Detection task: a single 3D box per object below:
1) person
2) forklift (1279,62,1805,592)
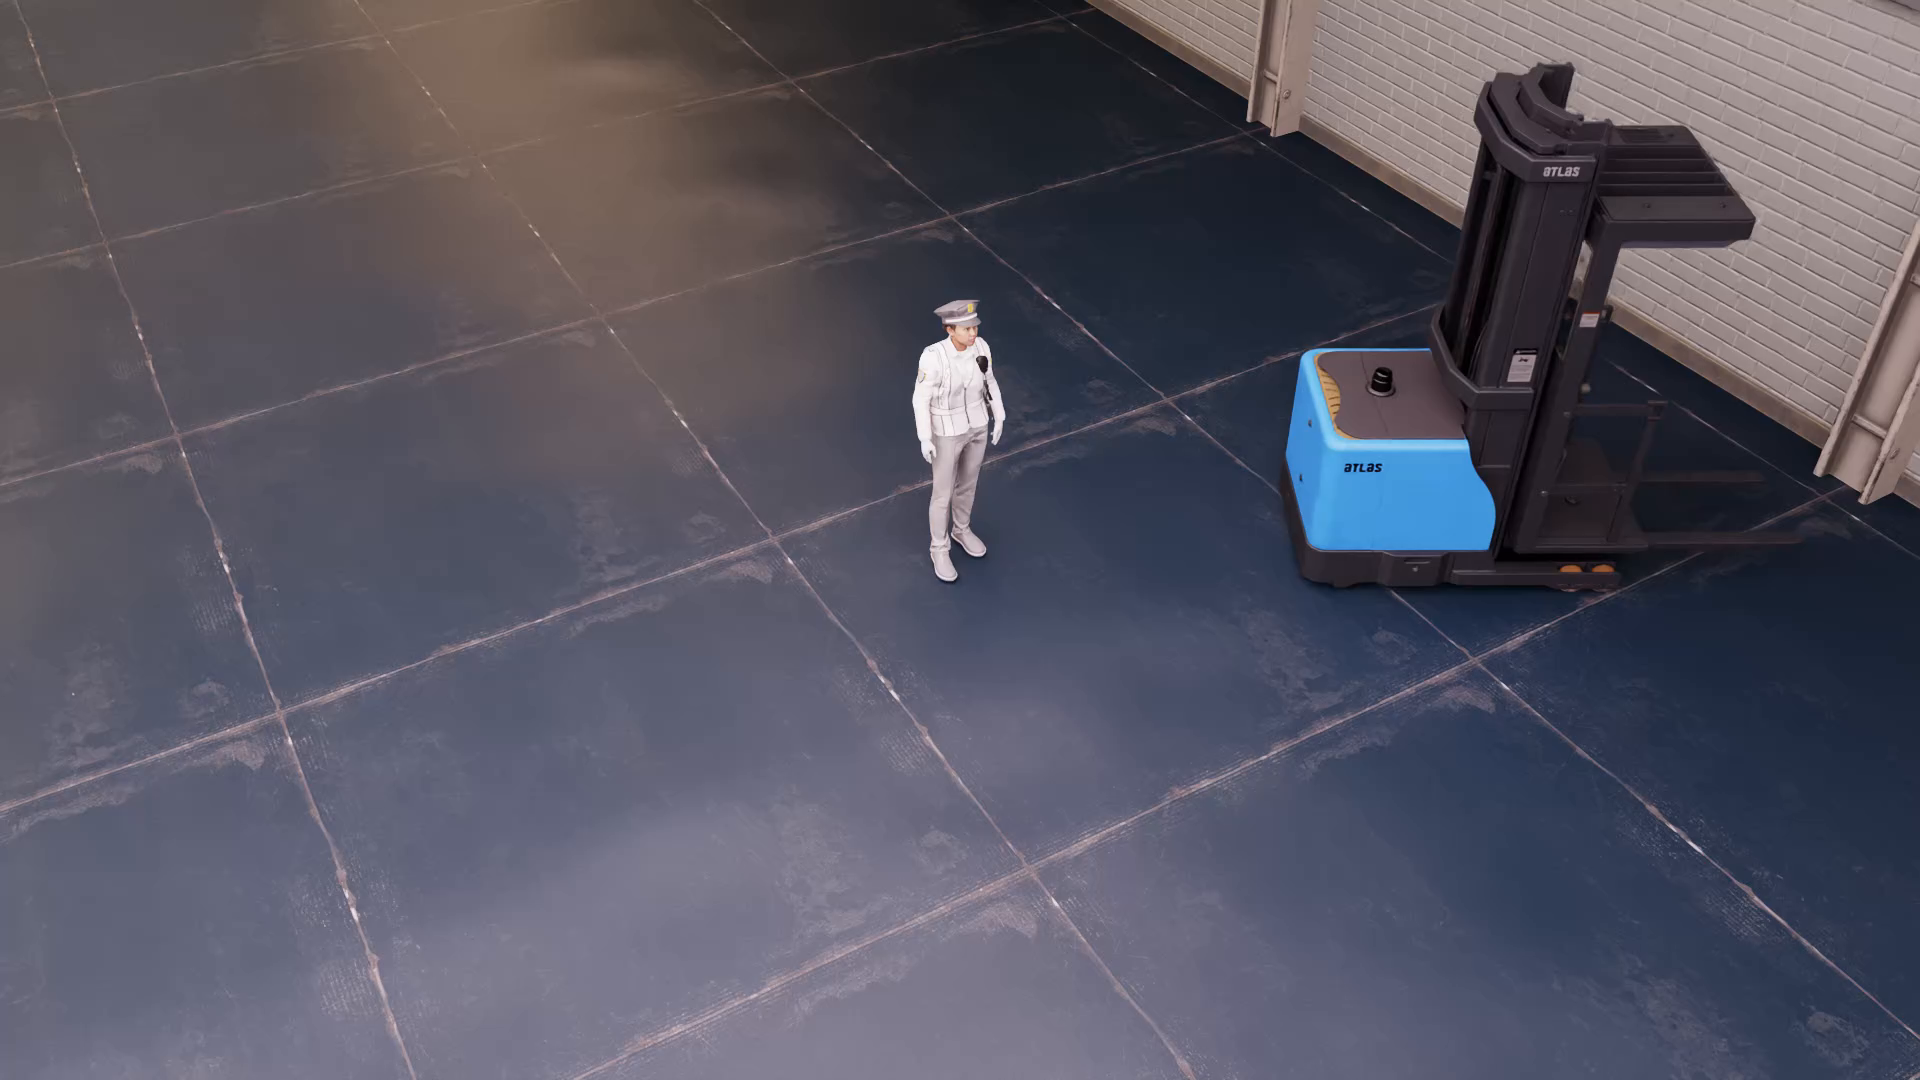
[{"bbox_3d":[0.028,-0.619,9.739,0.588,1.696,0.533,-20,44,-23],"label":"person"},{"bbox_3d":[3.558,-1.157,9.432,3.031,2.935,1.130,0,40,0],"label":"forklift"}]
